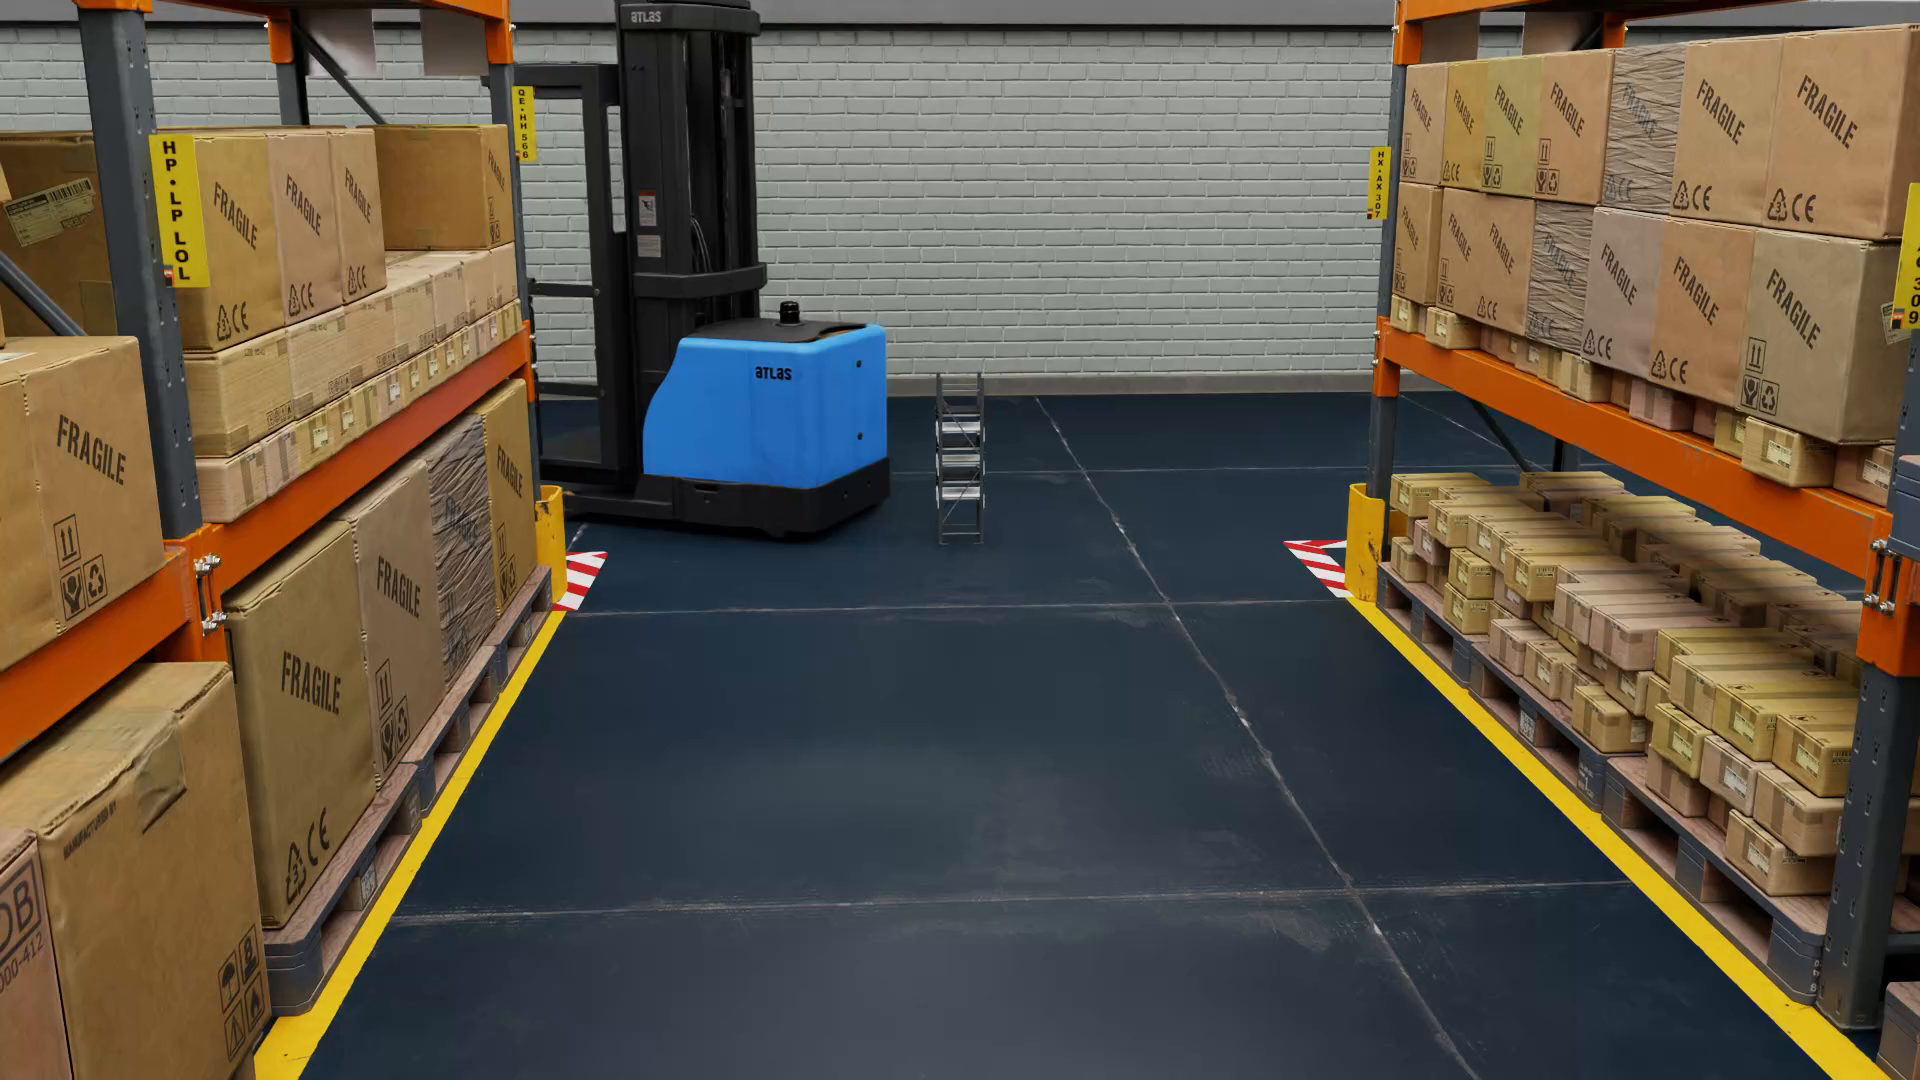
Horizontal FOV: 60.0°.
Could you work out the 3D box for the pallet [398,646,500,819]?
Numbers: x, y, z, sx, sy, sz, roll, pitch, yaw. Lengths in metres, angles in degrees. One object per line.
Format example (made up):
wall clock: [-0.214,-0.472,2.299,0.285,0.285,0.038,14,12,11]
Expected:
pallet: [-2.289,0.676,5.977,1.003,0.211,1.213,-1,14,-3]

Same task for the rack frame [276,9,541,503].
rack frame: [-2.489,-1.175,7.574,1.000,3.000,0.127,-1,14,-3]

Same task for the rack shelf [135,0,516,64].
rack shelf: [-2.365,-1.782,5.356,1.077,0.370,4.000,-1,14,-3]

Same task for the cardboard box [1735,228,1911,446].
cardboard box: [2.404,-0.540,4.308,0.500,0.500,0.500,-1,14,-3]

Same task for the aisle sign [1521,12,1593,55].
aisle sign: [2.763,-2.508,7.538,0.394,0.787,0.004,-1,14,-3]

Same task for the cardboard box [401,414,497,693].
cardboard box: [-2.313,0.035,6.293,0.875,0.875,0.875,-1,14,-3]

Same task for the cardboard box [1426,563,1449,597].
cardboard box: [2.279,0.150,7.303,0.380,0.149,0.250,-1,14,-4]

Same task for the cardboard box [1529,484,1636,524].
cardboard box: [2.712,-0.146,7.260,0.380,0.149,0.250,-1,14,-2]

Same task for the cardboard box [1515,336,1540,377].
cardboard box: [2.313,-0.697,6.219,0.380,0.149,0.250,-1,14,-5]

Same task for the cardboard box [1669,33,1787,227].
cardboard box: [2.379,-1.150,4.671,0.500,0.500,0.500,-1,14,-5]

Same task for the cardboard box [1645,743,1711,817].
cardboard box: [2.338,0.723,5.077,0.380,0.149,0.250,-1,14,-5]

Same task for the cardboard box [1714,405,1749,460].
cardboard box: [2.383,-0.307,4.705,0.380,0.149,0.250,0,14,-1]

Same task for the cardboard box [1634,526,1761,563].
cardboard box: [2.880,0.048,6.507,0.380,0.149,0.250,0,14,-1]

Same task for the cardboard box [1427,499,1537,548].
cardboard box: [2.186,-0.070,6.965,0.380,0.149,0.250,-1,14,-4]

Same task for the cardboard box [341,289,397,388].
cardboard box: [-2.072,-0.625,5.140,0.500,0.250,0.500,-1,14,-2]

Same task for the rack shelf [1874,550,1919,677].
rack shelf: [2.839,0.614,2.064,1.077,0.370,4.000,-1,14,-3]

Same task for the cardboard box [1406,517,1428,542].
cardboard box: [2.244,-0.059,7.518,0.380,0.149,0.250,0,14,-1]

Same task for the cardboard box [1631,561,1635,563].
cardboard box: [2.733,0.131,6.778,0.380,0.149,0.250,-1,14,-4]

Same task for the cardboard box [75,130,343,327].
cardboard box: [-2.038,-0.861,4.550,0.500,0.500,0.500,-1,14,-3]

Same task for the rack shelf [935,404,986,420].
rack shelf: [0.000,-0.667,8.863,0.258,0.077,0.200,-1,14,-3]

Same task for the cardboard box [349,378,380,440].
cardboard box: [-1.995,-0.397,5.054,0.380,0.149,0.250,-1,14,-4]

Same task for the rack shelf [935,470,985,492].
rack shelf: [0.000,-0.318,8.953,0.258,0.077,0.200,-1,14,-3]

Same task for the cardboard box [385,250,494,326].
cardboard box: [-2.163,-1.004,6.613,0.500,0.250,0.500,-1,14,-4]

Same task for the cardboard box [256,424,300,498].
cardboard box: [-1.944,-0.203,4.298,0.380,0.149,0.250,-1,14,-5]

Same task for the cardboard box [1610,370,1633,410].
cardboard box: [2.382,-0.503,5.466,0.380,0.149,0.250,-1,14,-4]

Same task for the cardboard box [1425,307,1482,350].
cardboard box: [2.181,-0.889,6.965,0.380,0.149,0.250,-1,14,-5]

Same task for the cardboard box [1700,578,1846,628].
cardboard box: [2.806,0.241,5.753,0.380,0.149,0.250,-1,15,-6]

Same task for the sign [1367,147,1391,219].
sign: [1.926,-1.637,7.633,0.100,0.325,0.005,-1,14,-3]

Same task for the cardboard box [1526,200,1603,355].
cardboard box: [2.334,-0.922,5.791,0.500,0.500,0.500,-1,14,-5]

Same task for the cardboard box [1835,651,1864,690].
cardboard box: [2.878,0.437,4.993,0.380,0.149,0.250,-1,14,-4]

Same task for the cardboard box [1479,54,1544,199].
cardboard box: [2.278,-1.532,6.158,0.500,0.500,0.500,-1,14,-5]

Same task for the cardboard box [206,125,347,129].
cardboard box: [-2.698,-1.362,6.499,0.500,0.500,0.500,-1,14,-5]

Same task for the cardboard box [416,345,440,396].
cardboard box: [-2.044,-0.590,5.803,0.380,0.149,0.250,-1,14,-2]

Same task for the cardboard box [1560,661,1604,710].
cardboard box: [2.338,0.530,5.825,0.380,0.149,0.250,-1,14,-2]

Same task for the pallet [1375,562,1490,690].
pallet: [2.487,0.345,7.260,1.003,0.211,1.213,-1,14,-3]

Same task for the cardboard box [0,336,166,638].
cardboard box: [-1.940,-0.117,3.259,0.500,0.500,0.500,-1,14,-3]

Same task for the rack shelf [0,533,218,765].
rack shelf: [-2.117,0.665,1.864,1.077,0.370,4.000,-1,14,-3]

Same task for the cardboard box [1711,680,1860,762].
cardboard box: [2.378,0.510,4.709,0.380,0.149,0.250,-1,14,-3]

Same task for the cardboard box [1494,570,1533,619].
cardboard box: [2.327,0.199,6.513,0.380,0.149,0.250,-2,15,-6]

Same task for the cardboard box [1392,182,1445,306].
cardboard box: [2.220,-1.303,7.274,0.500,0.500,0.500,0,14,-1]

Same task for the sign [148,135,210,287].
sign: [-1.700,-0.714,3.615,0.100,0.325,0.005,-1,14,-3]

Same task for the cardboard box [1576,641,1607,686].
cardboard box: [2.366,0.401,5.731,0.380,0.149,0.250,-2,15,-6]

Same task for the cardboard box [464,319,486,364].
cardboard box: [-2.091,-0.781,6.544,0.380,0.149,0.250,-1,14,-2]

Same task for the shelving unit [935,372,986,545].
shelving unit: [0.000,-0.438,8.922,0.258,0.900,0.210,-1,14,-3]

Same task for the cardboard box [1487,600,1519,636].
cardboard box: [2.318,0.339,6.569,0.380,0.149,0.250,-1,14,-3]

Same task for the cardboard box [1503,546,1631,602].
cardboard box: [2.262,0.125,6.205,0.380,0.149,0.250,-1,14,-3]

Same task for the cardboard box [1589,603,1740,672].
cardboard box: [2.309,0.317,5.461,0.380,0.149,0.250,-2,15,-6]

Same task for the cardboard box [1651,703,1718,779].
cardboard box: [2.315,0.595,4.977,0.380,0.149,0.250,-1,14,-5]

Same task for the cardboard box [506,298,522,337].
cardboard box: [-2.138,-0.970,7.281,0.380,0.149,0.250,-1,14,-2]

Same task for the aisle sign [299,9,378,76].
aisle sign: [-2.793,-2.447,7.301,0.394,0.787,0.004,-1,14,-3]

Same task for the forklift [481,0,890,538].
forklift: [-1.976,-1.644,9.535,3.031,2.935,1.130,6,16,21]

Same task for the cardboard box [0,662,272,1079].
cardboard box: [-2.182,0.804,3.302,1.225,0.875,0.875,-1,14,-3]

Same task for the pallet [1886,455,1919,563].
pallet: [2.618,0.053,3.184,1.003,0.211,1.213,-1,14,-3]
